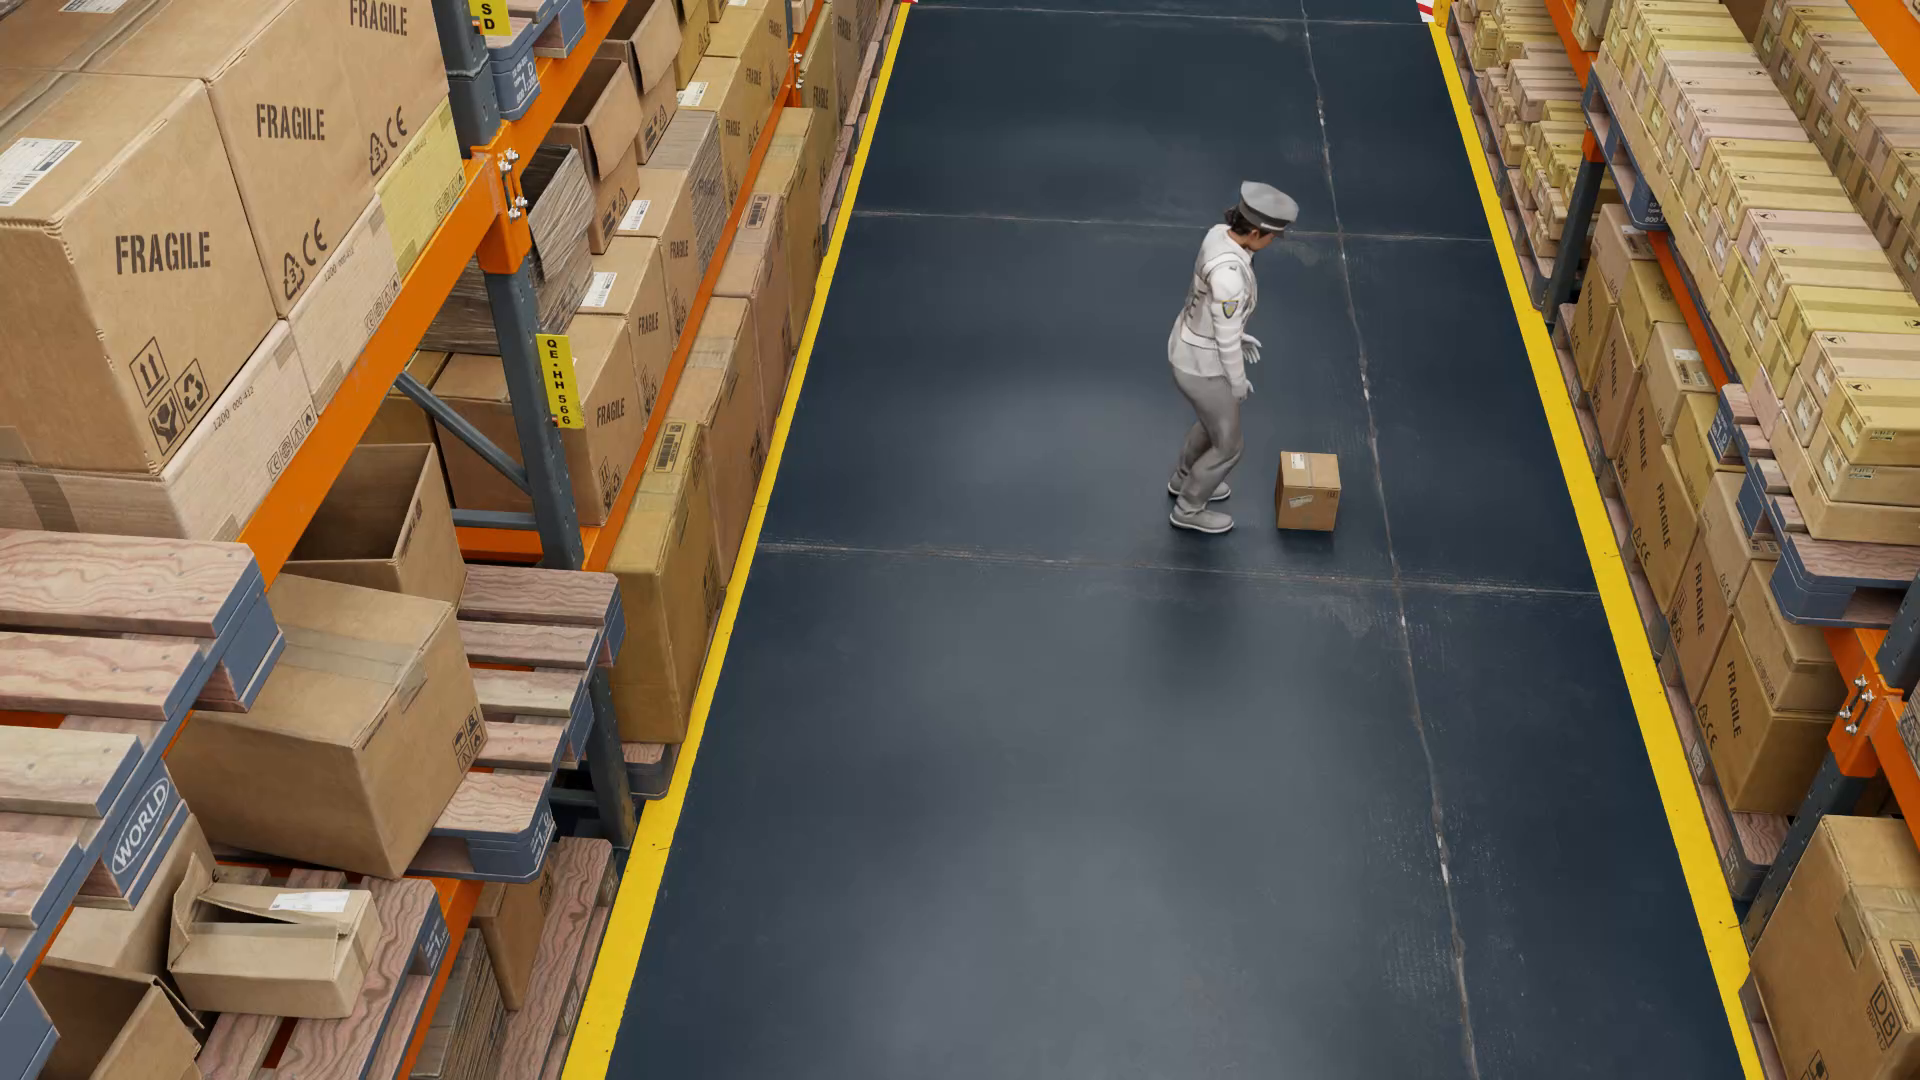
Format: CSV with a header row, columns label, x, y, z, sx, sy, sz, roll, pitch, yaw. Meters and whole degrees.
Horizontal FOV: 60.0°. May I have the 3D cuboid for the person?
label,x,y,z,sx,sy,sz,roll,pitch,yaw
person,1.120,-0.775,7.118,0.465,1.615,0.504,4,40,5
